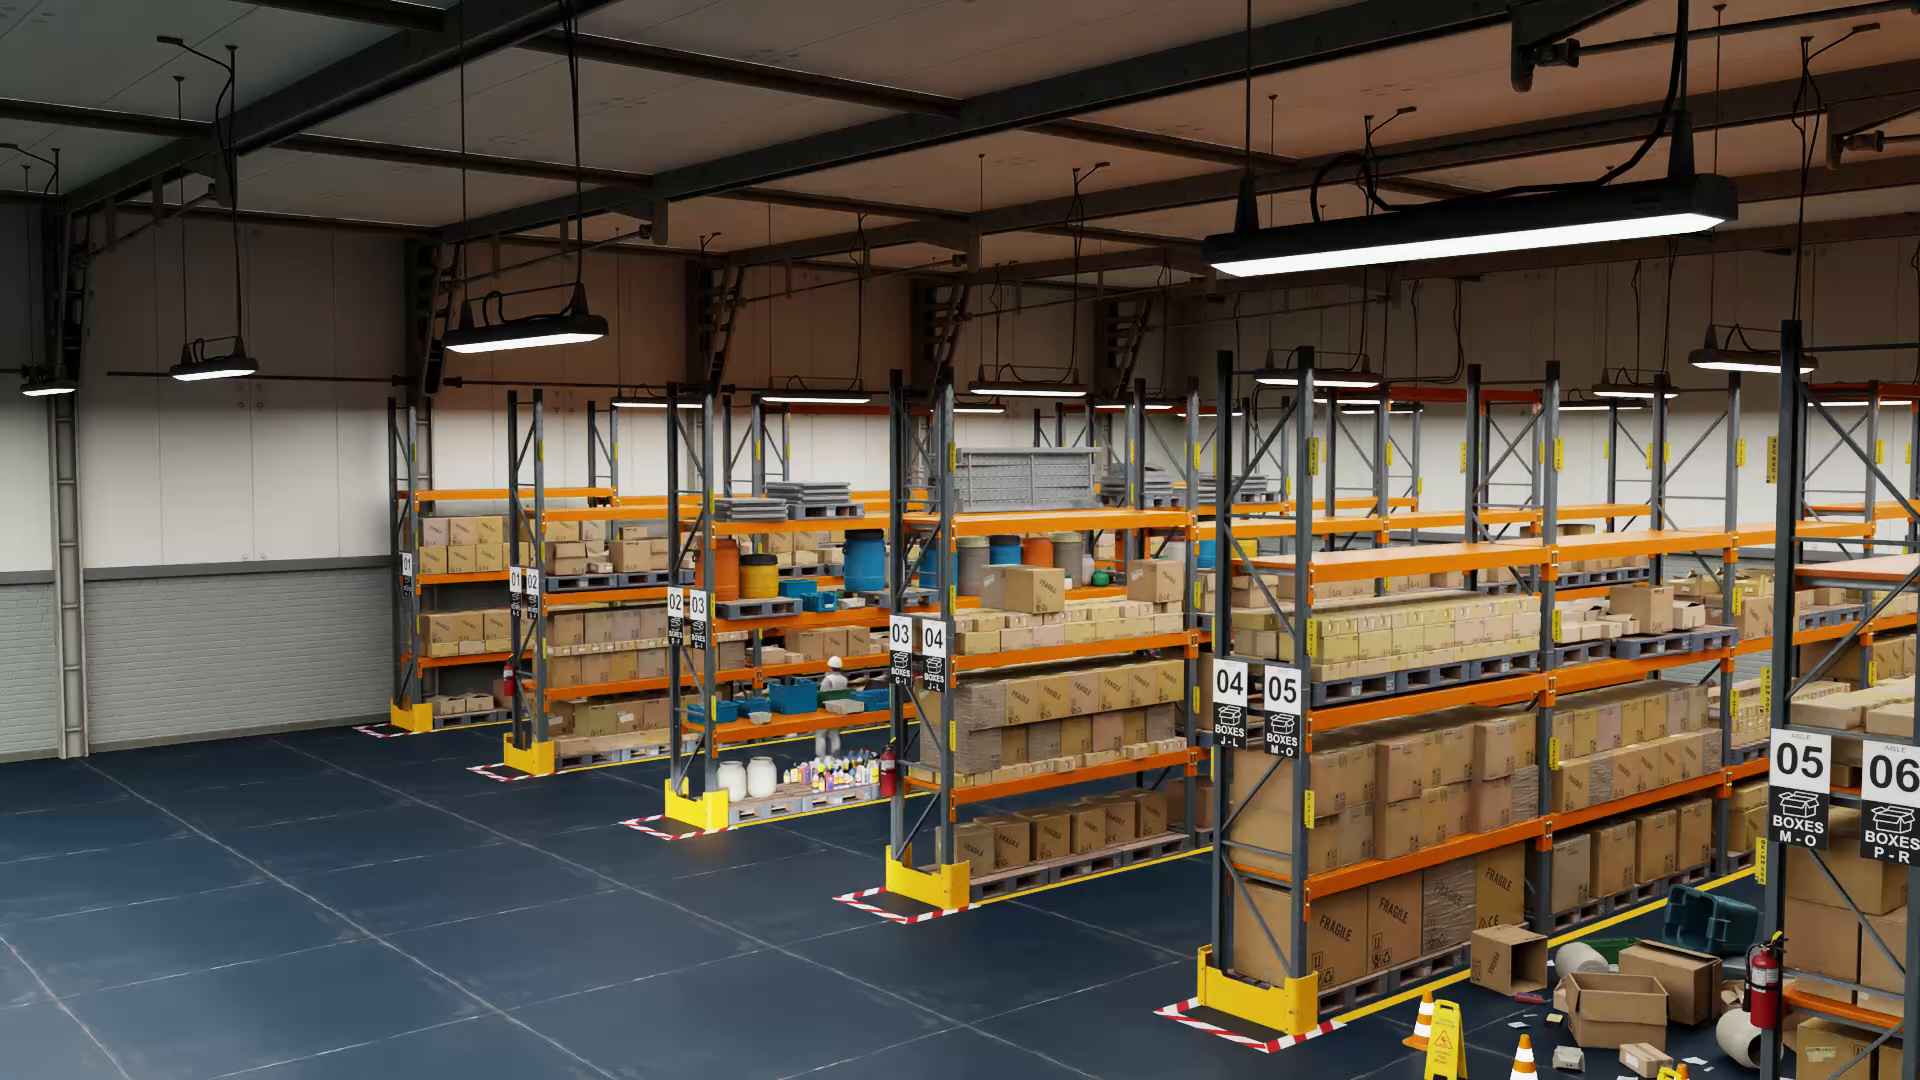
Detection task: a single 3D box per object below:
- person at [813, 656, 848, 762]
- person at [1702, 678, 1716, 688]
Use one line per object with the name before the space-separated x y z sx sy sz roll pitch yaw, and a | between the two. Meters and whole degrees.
person | -2.081 2.745 26.358 0.652 1.803 0.412 -3 5 -45
person | 11.335 2.885 25.240 0.420 1.593 0.498 3 5 45
